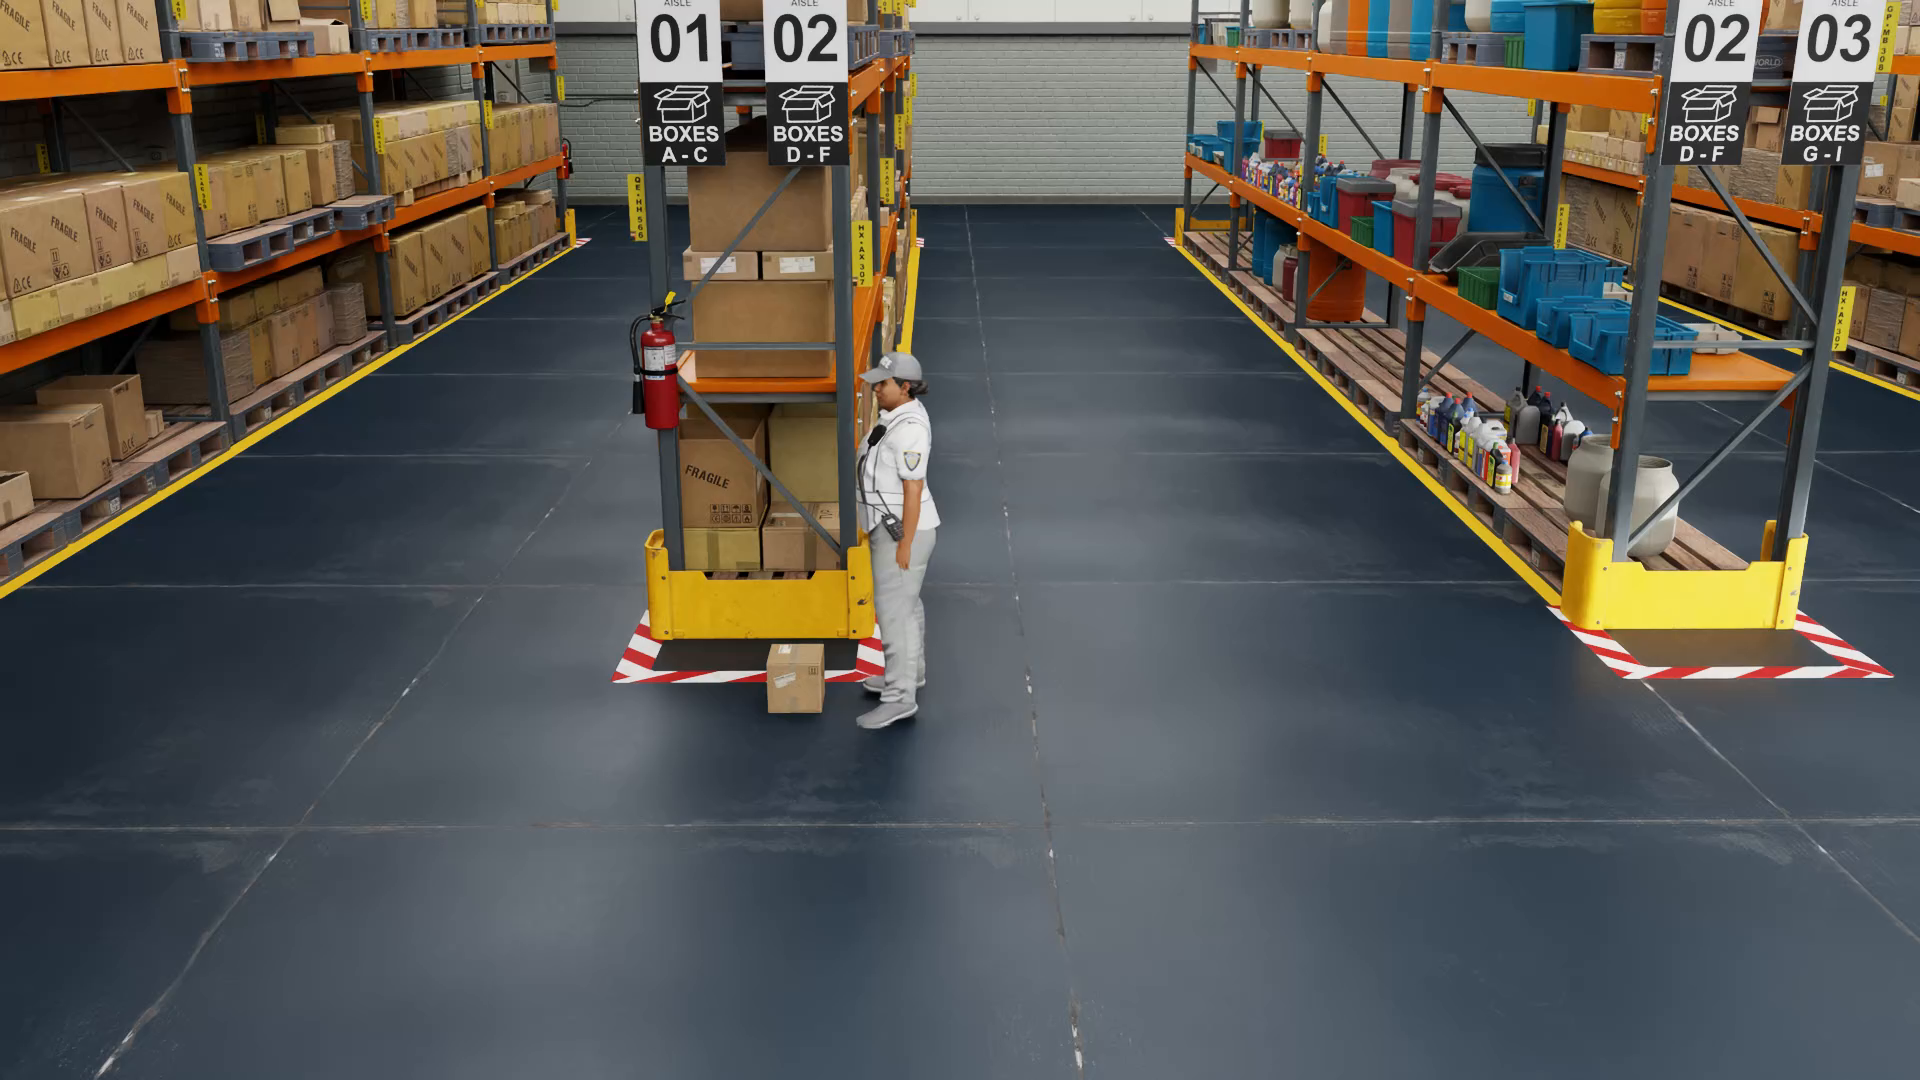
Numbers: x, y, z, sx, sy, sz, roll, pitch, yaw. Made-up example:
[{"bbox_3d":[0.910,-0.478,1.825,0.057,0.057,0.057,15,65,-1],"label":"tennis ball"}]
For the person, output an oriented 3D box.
[{"bbox_3d":[-0.300,-0.017,7.599,0.410,1.698,0.521,-2,17,-6],"label":"person"}]
